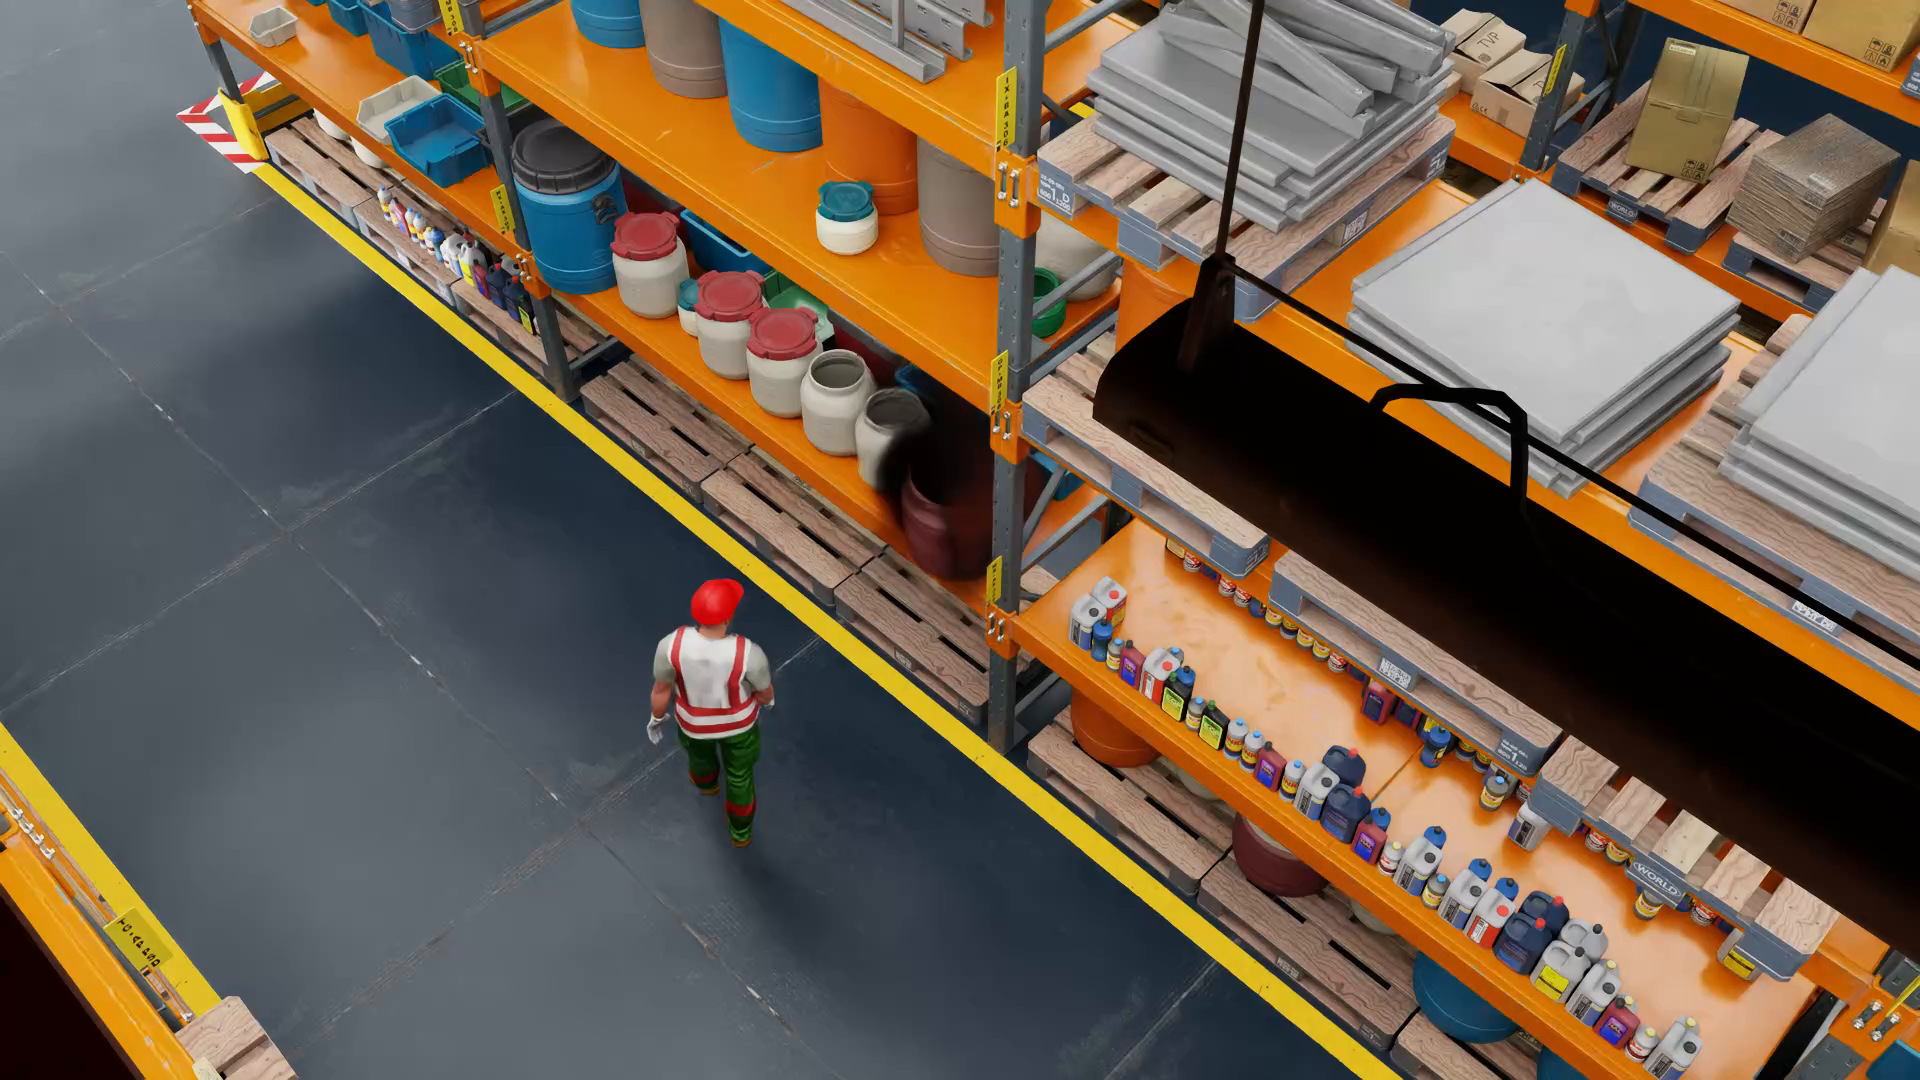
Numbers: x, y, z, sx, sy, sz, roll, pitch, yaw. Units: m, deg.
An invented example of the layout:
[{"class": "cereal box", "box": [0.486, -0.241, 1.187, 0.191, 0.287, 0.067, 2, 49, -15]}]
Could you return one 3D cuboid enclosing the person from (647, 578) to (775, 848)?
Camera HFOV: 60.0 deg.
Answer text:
[{"class": "person", "box": [-1.221, 0.849, 8.178, 0.632, 1.861, 0.600, -8, 51, -7]}]
